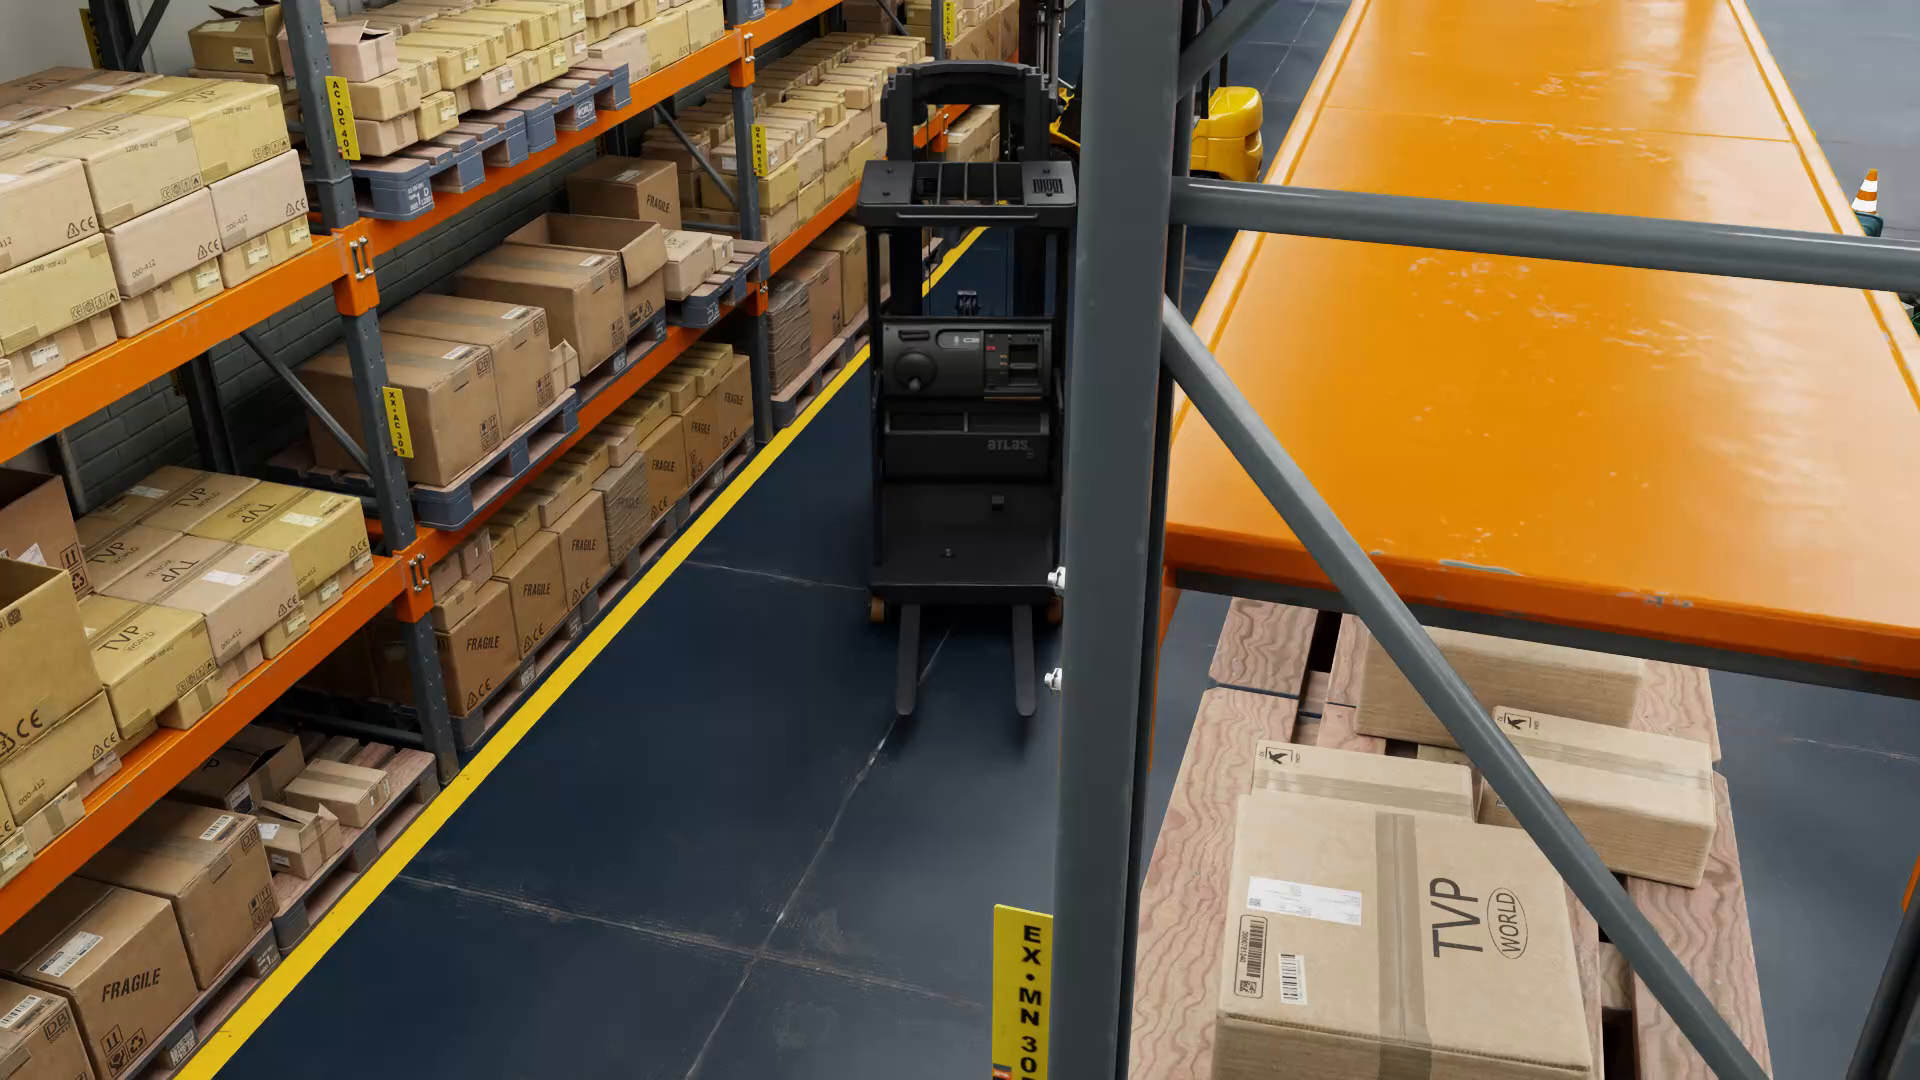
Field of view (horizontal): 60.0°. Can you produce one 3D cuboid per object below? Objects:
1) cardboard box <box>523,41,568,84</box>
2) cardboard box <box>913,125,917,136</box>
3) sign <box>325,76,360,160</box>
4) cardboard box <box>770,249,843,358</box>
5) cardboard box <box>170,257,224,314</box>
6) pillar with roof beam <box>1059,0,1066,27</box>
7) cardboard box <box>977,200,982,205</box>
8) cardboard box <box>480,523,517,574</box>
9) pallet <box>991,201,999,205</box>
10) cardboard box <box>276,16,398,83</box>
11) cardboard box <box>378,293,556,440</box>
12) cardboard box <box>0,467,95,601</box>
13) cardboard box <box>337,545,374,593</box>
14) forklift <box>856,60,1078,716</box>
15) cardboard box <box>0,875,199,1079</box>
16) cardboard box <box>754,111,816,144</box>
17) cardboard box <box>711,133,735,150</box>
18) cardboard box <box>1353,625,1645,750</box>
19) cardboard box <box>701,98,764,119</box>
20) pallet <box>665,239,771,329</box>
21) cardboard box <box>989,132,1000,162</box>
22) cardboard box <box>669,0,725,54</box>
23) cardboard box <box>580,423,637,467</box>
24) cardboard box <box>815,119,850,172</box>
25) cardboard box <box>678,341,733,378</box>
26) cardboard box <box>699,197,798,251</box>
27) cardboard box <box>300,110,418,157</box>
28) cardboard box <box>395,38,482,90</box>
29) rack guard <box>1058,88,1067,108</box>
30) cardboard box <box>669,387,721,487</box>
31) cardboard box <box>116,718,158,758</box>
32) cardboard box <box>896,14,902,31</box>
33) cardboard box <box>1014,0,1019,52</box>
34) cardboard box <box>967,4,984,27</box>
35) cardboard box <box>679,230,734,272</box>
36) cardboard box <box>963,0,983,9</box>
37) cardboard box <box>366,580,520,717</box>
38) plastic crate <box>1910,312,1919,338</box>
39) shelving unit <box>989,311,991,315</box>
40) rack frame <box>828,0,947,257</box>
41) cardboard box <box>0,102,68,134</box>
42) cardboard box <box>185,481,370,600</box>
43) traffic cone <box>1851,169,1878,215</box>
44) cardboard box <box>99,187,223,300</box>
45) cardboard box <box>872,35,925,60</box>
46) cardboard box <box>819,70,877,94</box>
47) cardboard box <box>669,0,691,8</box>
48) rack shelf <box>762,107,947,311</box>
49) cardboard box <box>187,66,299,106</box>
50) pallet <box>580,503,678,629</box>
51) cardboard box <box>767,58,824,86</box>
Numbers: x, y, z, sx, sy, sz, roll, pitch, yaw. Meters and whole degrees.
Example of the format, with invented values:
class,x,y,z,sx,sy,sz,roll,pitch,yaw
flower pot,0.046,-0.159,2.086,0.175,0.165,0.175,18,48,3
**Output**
class,x,y,z,sx,sy,sz,roll,pitch,yaw
cardboard box,-2.117,-2.307,7.985,0.380,0.149,0.250,9,30,16
cardboard box,-0.658,-3.351,13.378,0.500,0.250,0.500,8,30,15
sign,-2.445,-1.668,6.580,0.100,0.325,0.005,8,30,15
cardboard box,-1.411,-1.802,12.450,0.875,0.625,0.625,9,30,17
cardboard box,-2.951,-0.960,6.098,0.380,0.149,0.250,10,30,17
pillar with roof beam,5.367,-10.382,19.692,9.100,9.000,0.400,8,30,15
cardboard box,-0.025,-3.320,15.565,0.500,0.250,0.500,8,30,14
cardboard box,-2.534,0.031,8.616,0.380,0.149,0.250,7,30,12
pallet,0.012,-3.637,16.605,1.003,0.211,1.213,8,30,15
cardboard box,-2.543,-2.034,6.763,0.396,0.266,0.258,8,30,14
cardboard box,-2.458,-0.866,8.221,0.700,0.500,0.500,9,30,15
cardboard box,-3.657,0.057,6.174,0.500,0.500,0.500,8,30,13
cardboard box,-2.818,0.089,7.298,0.380,0.149,0.250,9,30,16
forklift,0.040,-0.953,8.983,1.130,2.935,3.031,0,29,0
cardboard box,-3.331,1.669,6.339,0.500,0.500,0.500,9,30,16
cardboard box,-1.224,-2.868,11.585,0.380,0.149,0.250,9,30,15
cardboard box,-1.777,-2.703,11.699,0.500,0.250,0.500,9,30,15
cardboard box,1.094,0.173,3.360,0.500,0.311,0.500,9,30,16
cardboard box,-1.629,-3.055,11.921,0.380,0.149,0.250,8,30,15
pallet,-1.923,-1.655,10.372,1.213,0.211,1.003,8,30,15
cardboard box,0.124,-3.770,15.859,0.500,0.250,0.500,8,30,14
cardboard box,-1.710,-3.036,9.726,0.500,0.250,0.500,7,30,13
cardboard box,-2.110,-0.561,9.680,0.380,0.149,0.250,7,30,12
cardboard box,-1.109,-2.861,11.983,0.500,0.250,0.500,8,30,14
cardboard box,-1.694,-1.173,10.780,0.380,0.149,0.250,7,30,12
cardboard box,-1.428,-2.170,11.254,0.500,0.250,0.500,9,30,15
cardboard box,-2.498,-1.715,6.921,0.380,0.149,0.250,9,30,16
cardboard box,-2.333,-2.085,7.280,0.380,0.149,0.250,8,30,14
rack guard,0.564,-4.701,18.221,1.175,0.500,0.348,8,30,15
cardboard box,-1.867,-0.697,10.592,0.500,0.500,0.500,8,30,14
cardboard box,-3.260,0.682,6.232,0.380,0.149,0.250,9,30,16
cardboard box,-0.728,-4.557,14.622,0.380,0.149,0.250,8,30,13
cardboard box,0.352,-5.081,16.231,0.500,0.500,0.500,8,30,14
cardboard box,-0.005,-4.710,14.897,0.380,0.149,0.250,9,30,16
cardboard box,-1.618,-1.778,10.222,0.380,0.149,0.250,9,30,16
cardboard box,-0.010,-4.845,14.833,0.380,0.149,0.250,9,30,16
cardboard box,-2.609,0.511,8.420,0.500,0.500,0.500,10,31,17
plastic crate,7.689,-1.621,12.947,0.662,0.188,0.450,-24,47,-37
shelving unit,0.189,-0.953,10.917,0.215,1.050,0.252,21,35,33
rack frame,-0.617,-3.923,14.251,1.000,3.000,0.127,8,30,15
cardboard box,-3.520,-1.366,5.904,0.500,0.250,0.500,8,30,13
cardboard box,-2.882,0.002,7.044,0.500,0.250,0.500,9,30,16
traffic cone,8.551,-3.263,15.675,0.336,0.463,0.334,8,30,15
cardboard box,-3.010,-1.077,5.899,0.500,0.250,0.500,7,30,13
cardboard box,-0.505,-4.060,13.727,0.380,0.149,0.250,10,30,17
cardboard box,-0.852,-3.461,12.652,0.380,0.149,0.250,9,30,15
cardboard box,-1.760,-3.167,9.551,0.380,0.149,0.250,8,30,14
rack shelf,-1.204,-2.679,12.755,1.077,0.370,4.000,8,30,15
cardboard box,-2.989,-1.919,6.982,0.380,0.149,0.250,8,30,14
pallet,-2.407,0.061,9.958,1.003,0.211,1.213,8,30,15
cardboard box,-1.281,-3.650,12.991,0.380,0.149,0.250,8,30,15
